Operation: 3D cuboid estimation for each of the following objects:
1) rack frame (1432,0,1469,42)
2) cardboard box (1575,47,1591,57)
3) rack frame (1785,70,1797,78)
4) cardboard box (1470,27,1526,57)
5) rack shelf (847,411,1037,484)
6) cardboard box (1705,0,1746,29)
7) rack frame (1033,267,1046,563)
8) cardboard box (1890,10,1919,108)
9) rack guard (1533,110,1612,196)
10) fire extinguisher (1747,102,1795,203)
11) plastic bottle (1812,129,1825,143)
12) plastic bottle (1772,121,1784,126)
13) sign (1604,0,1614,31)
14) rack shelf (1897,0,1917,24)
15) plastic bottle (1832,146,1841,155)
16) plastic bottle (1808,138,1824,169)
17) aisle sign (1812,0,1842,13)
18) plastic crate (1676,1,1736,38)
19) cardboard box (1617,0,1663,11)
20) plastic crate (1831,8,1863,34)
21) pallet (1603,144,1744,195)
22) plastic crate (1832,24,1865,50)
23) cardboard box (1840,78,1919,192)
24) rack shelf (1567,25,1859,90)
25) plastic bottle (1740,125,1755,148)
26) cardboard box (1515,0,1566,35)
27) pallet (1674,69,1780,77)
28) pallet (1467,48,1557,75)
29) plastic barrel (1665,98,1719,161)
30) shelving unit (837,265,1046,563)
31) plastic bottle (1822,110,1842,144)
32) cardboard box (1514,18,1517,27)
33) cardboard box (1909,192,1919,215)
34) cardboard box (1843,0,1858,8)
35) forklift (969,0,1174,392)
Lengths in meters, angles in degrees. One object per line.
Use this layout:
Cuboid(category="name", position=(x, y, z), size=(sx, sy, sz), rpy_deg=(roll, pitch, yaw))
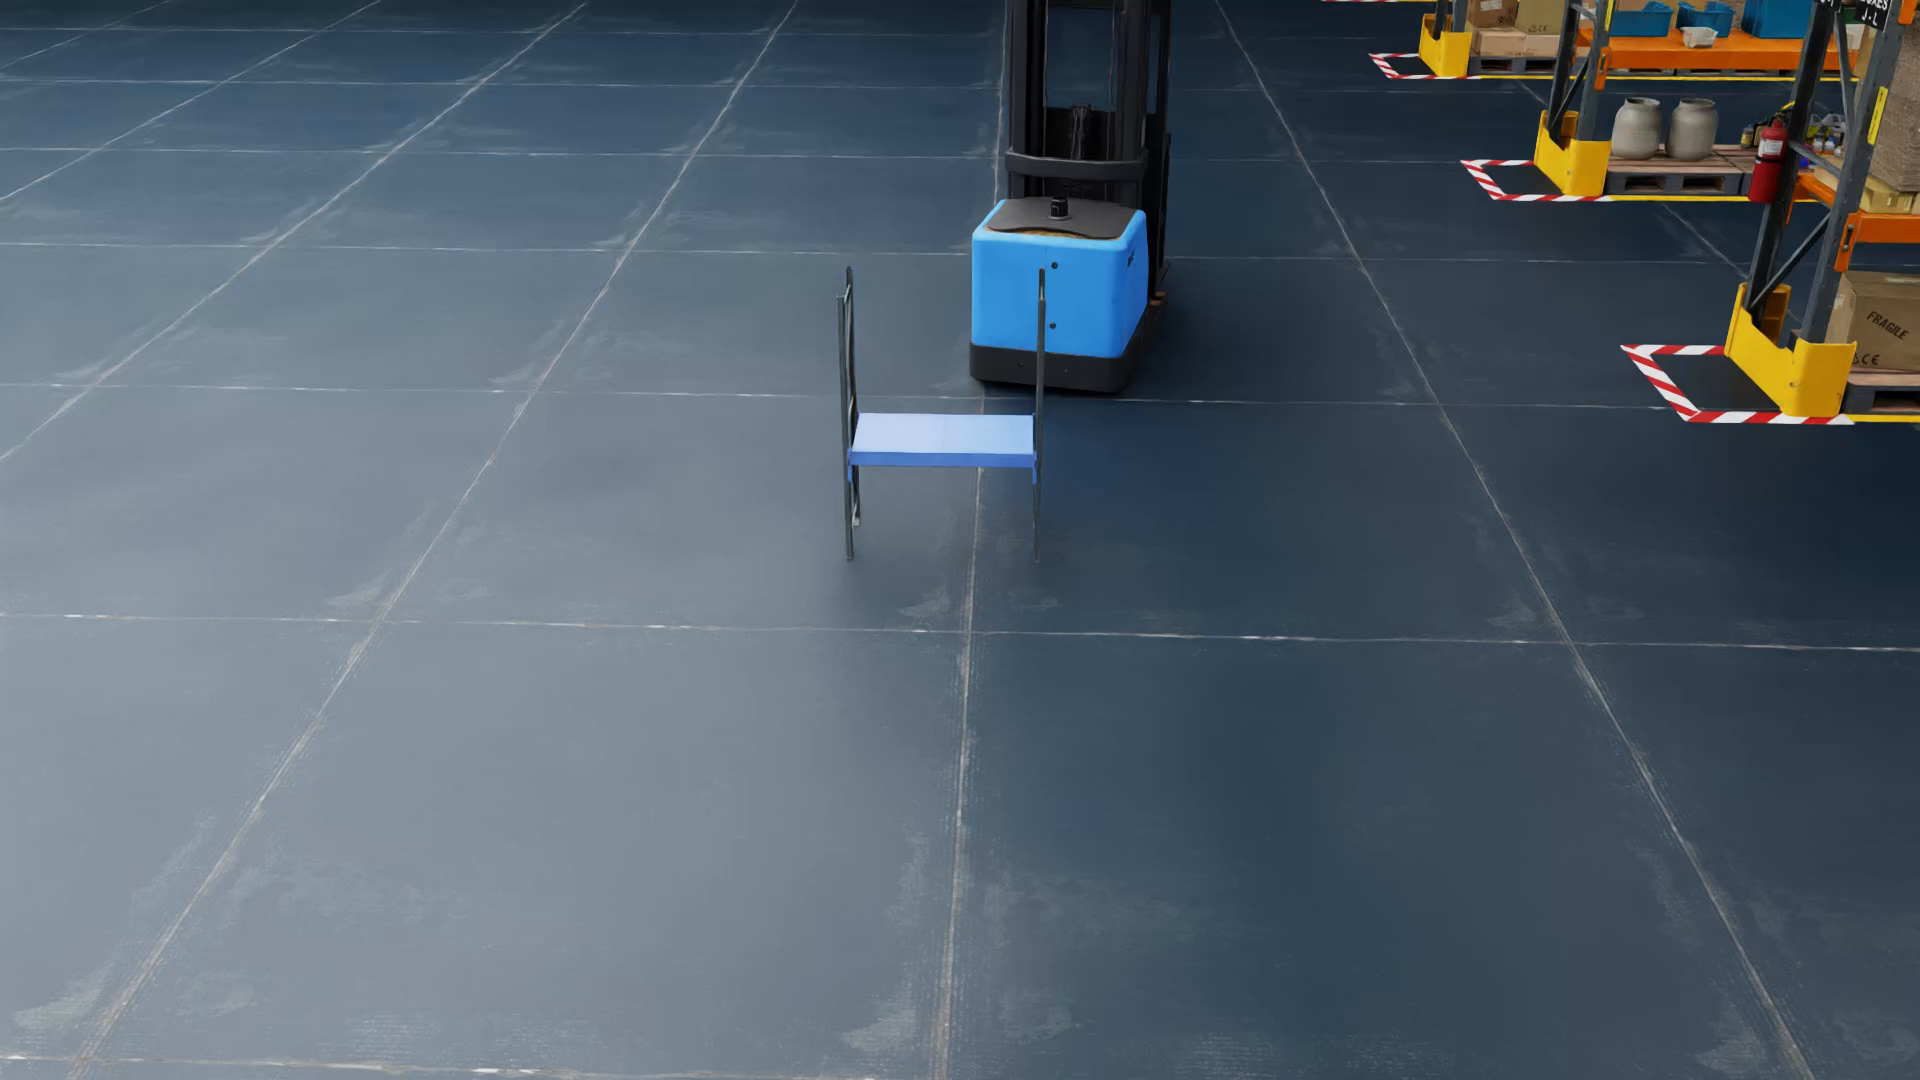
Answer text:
Cuboid(category="rack frame", position=(5.821, -7.031, 19.310), size=(0.127, 3.000, 1.000), rpy_deg=(1, 28, 2))
Cuboid(category="cardboard box", position=(7.349, -5.873, 19.615), size=(0.500, 0.250, 0.500), rpy_deg=(1, 28, 2))
Cuboid(category="rack frame", position=(9.819, -6.965, 19.186), size=(0.127, 3.000, 1.000), rpy_deg=(1, 28, 2))
Cuboid(category="cardboard box", position=(6.349, -5.889, 19.643), size=(0.500, 0.250, 0.500), rpy_deg=(1, 28, 2))
Cuboid(category="rack shelf", position=(-0.085, -0.505, 8.986), size=(1.000, 0.185, 0.538), rpy_deg=(1, 28, 2))
Cuboid(category="cardboard box", position=(8.848, -6.186, 19.403), size=(0.500, 0.500, 0.500), rpy_deg=(1, 28, 2))
Cuboid(category="rack frame", position=(0.423, -0.656, 8.886), size=(0.032, 1.500, 0.500), rpy_deg=(1, 28, 2))
Cuboid(category="cardboard box", position=(6.008, -2.875, 9.978), size=(0.500, 0.500, 0.500), rpy_deg=(1, 28, 2))
Cuboid(category="rack guard", position=(5.720, -3.629, 15.561), size=(0.348, 0.500, 1.175), rpy_deg=(1, 28, 2))
Cuboid(category="fire extinguisher", position=(5.370, -2.577, 10.992), size=(0.183, 0.674, 0.296), rpy_deg=(1, 28, 2))
Cuboid(category="plastic bottle", position=(8.088, -3.768, 15.673), size=(0.097, 0.201, 0.097), rpy_deg=(0, 28, 0))
Cuboid(category="plastic bottle", position=(7.744, -3.861, 15.770), size=(0.135, 0.276, 0.152), rpy_deg=(1, 28, 2))
Cuboid(category="sign", position=(5.619, -4.577, 14.386), size=(0.005, 0.325, 0.100), rpy_deg=(1, 28, 2))
Cuboid(category="rack shelf", position=(7.466, -3.368, 9.967), size=(4.000, 0.370, 1.077), rpy_deg=(1, 28, 2))
Cuboid(category="plastic bottle", position=(7.985, -3.486, 15.141), size=(0.097, 0.201, 0.097), rpy_deg=(0, 28, 0))
Cuboid(category="plastic bottle", position=(7.786, -3.520, 15.130), size=(0.097, 0.271, 0.097), rpy_deg=(0, 28, 0))
Cuboid(category="aisle sign", position=(5.416, -3.684, 10.221), size=(0.004, 0.787, 0.394), rpy_deg=(1, 28, 2))
Cuboid(category="plastic crate", position=(6.802, -4.765, 15.195), size=(0.408, 0.251, 0.499), rpy_deg=(1, 28, 2))
Cuboid(category="cardboard box", position=(7.848, -6.194, 19.418), size=(0.500, 0.500, 0.500), rpy_deg=(1, 28, 2))
Cuboid(category="plastic crate", position=(8.293, -4.707, 15.153), size=(0.662, 0.188, 0.450), rpy_deg=(1, 28, 2))
Cuboid(category="pallet", position=(6.532, -3.485, 15.599), size=(1.213, 0.211, 1.003), rpy_deg=(1, 28, 2))
Cuboid(category="plastic crate", position=(8.008, -4.438, 14.701), size=(0.437, 0.136, 0.530), rpy_deg=(1, 28, 2))
Cuboid(category="cardboard box", position=(6.016, -2.548, 10.429), size=(0.500, 0.500, 0.875), rpy_deg=(1, 28, 2))
Cuboid(category="rack shelf", position=(7.641, -4.361, 15.043), size=(4.000, 0.370, 1.077), rpy_deg=(1, 28, 2))
Cuboid(category="plastic bottle", position=(7.493, -3.845, 15.819), size=(0.097, 0.201, 0.097), rpy_deg=(0, 28, 0))
Cuboid(category="cardboard box", position=(6.849, -6.212, 19.453), size=(0.500, 0.500, 0.500), rpy_deg=(1, 28, 2))
Cuboid(category="pallet", position=(9.025, -5.765, 19.901), size=(1.213, 0.211, 1.003), rpy_deg=(1, 28, 2))
Cuboid(category="pallet", position=(6.587, -5.806, 19.977), size=(1.213, 0.211, 1.003), rpy_deg=(1, 28, 2))
Cuboid(category="plastic barrel", position=(6.804, -3.815, 15.452), size=(0.421, 0.512, 0.421), rpy_deg=(0, 28, 0))
Cuboid(category="shelving unit", position=(-0.085, -0.664, 8.901), size=(1.048, 1.500, 0.538), rpy_deg=(1, 28, 2))
Cuboid(category="plastic bottle", position=(8.234, -3.888, 15.740), size=(0.185, 0.351, 0.144), rpy_deg=(1, 28, 1))
Cuboid(category="cardboard box", position=(6.868, -6.128, 20.095), size=(0.500, 0.250, 0.500), rpy_deg=(1, 28, 2))
Cuboid(category="cardboard box", position=(5.993, -2.154, 10.378), size=(0.250, 0.149, 0.380), rpy_deg=(1, 28, 2))
Cuboid(category="cardboard box", position=(10.754, -6.305, 19.830), size=(0.500, 0.311, 0.500), rpy_deg=(2, 28, 3))
Cuboid(category="forklift", position=(0.937, -2.938, 11.662), size=(1.130, 2.935, 3.031), rpy_deg=(7, 29, 13))
